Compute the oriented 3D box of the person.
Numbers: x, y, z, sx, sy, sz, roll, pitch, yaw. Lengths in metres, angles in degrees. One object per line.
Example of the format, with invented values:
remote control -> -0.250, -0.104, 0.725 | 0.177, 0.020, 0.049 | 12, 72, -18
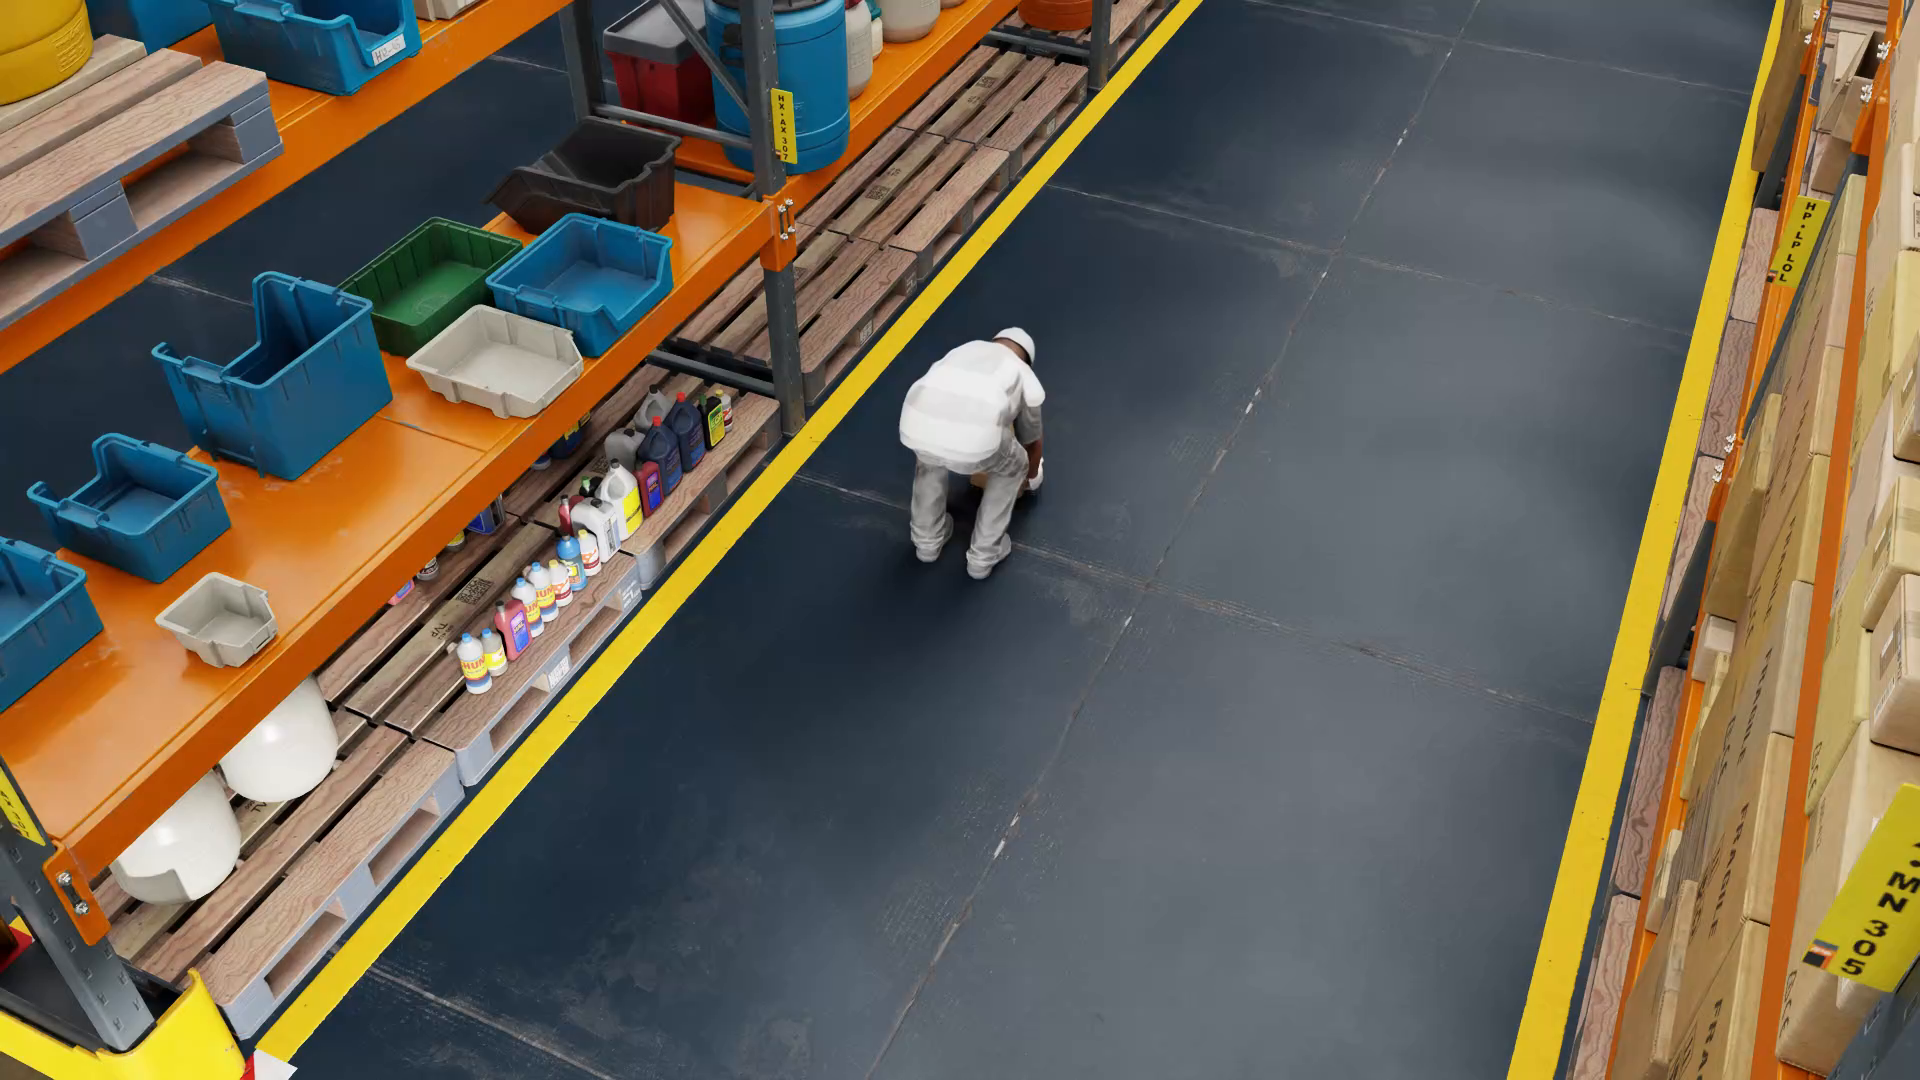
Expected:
person -> 0.078, -0.435, 7.220 | 0.520, 1.000, 0.982 | 15, 44, 16
